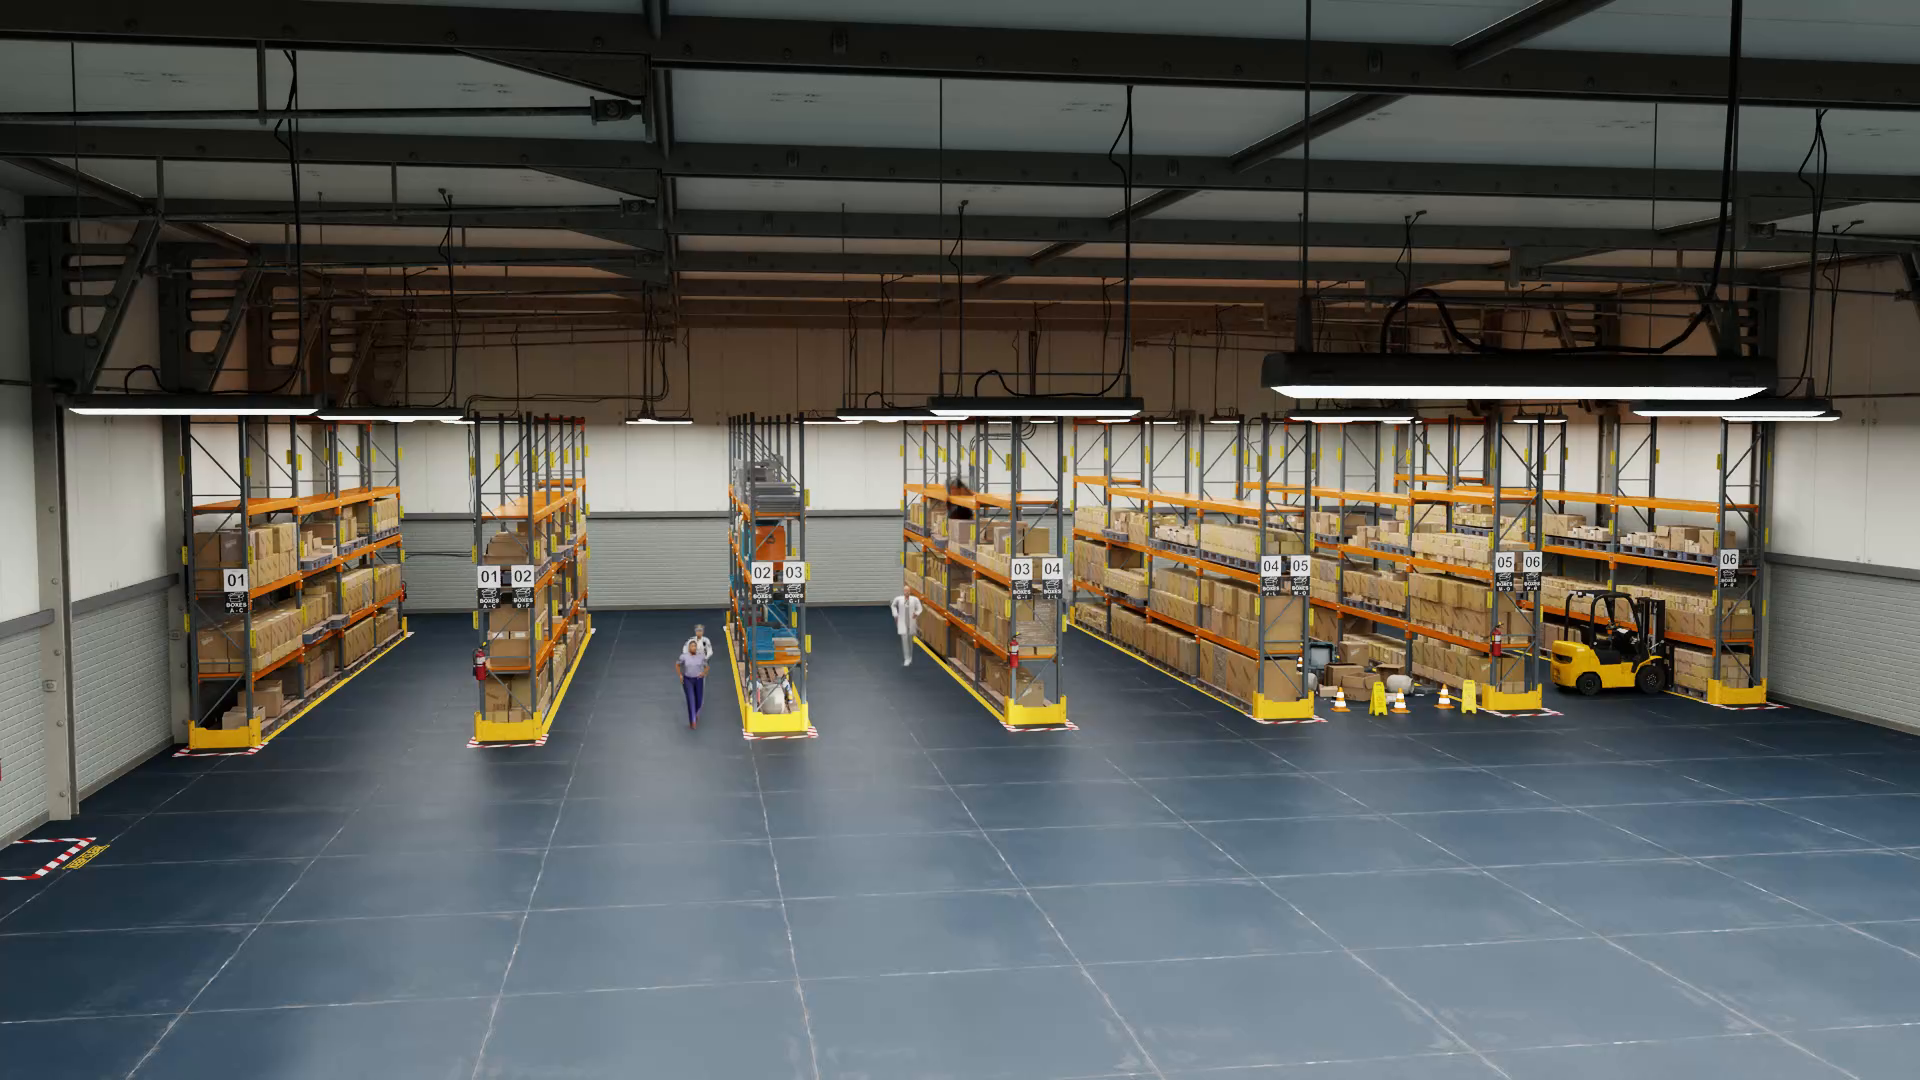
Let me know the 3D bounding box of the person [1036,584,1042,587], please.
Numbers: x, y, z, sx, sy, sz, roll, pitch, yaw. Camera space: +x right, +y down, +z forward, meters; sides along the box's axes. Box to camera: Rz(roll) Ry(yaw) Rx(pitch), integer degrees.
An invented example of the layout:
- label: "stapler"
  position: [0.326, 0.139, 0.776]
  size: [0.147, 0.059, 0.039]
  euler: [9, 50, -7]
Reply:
- label: "person"
  position: [2.148, 1.711, 47.548]
  size: [0.601, 1.551, 0.813]
  euler: [0, 4, 4]

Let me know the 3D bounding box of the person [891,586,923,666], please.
- label: "person"
  position: [-1.218, 1.942, 38.237]
  size: [0.716, 1.793, 0.736]
  euler: [0, 4, -7]

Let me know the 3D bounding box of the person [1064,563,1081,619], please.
- label: "person"
  position: [3.431, 1.483, 49.595]
  size: [0.833, 1.756, 0.724]
  euler: [-2, 4, -30]

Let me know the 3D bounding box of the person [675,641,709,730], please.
- label: "person"
  position: [-5.116, 2.747, 31.826]
  size: [0.622, 1.660, 0.790]
  euler: [-1, 4, -20]

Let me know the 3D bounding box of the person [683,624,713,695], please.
- label: "person"
  position: [-5.388, 2.554, 34.262]
  size: [0.583, 1.642, 0.700]
  euler: [-1, 4, -16]
